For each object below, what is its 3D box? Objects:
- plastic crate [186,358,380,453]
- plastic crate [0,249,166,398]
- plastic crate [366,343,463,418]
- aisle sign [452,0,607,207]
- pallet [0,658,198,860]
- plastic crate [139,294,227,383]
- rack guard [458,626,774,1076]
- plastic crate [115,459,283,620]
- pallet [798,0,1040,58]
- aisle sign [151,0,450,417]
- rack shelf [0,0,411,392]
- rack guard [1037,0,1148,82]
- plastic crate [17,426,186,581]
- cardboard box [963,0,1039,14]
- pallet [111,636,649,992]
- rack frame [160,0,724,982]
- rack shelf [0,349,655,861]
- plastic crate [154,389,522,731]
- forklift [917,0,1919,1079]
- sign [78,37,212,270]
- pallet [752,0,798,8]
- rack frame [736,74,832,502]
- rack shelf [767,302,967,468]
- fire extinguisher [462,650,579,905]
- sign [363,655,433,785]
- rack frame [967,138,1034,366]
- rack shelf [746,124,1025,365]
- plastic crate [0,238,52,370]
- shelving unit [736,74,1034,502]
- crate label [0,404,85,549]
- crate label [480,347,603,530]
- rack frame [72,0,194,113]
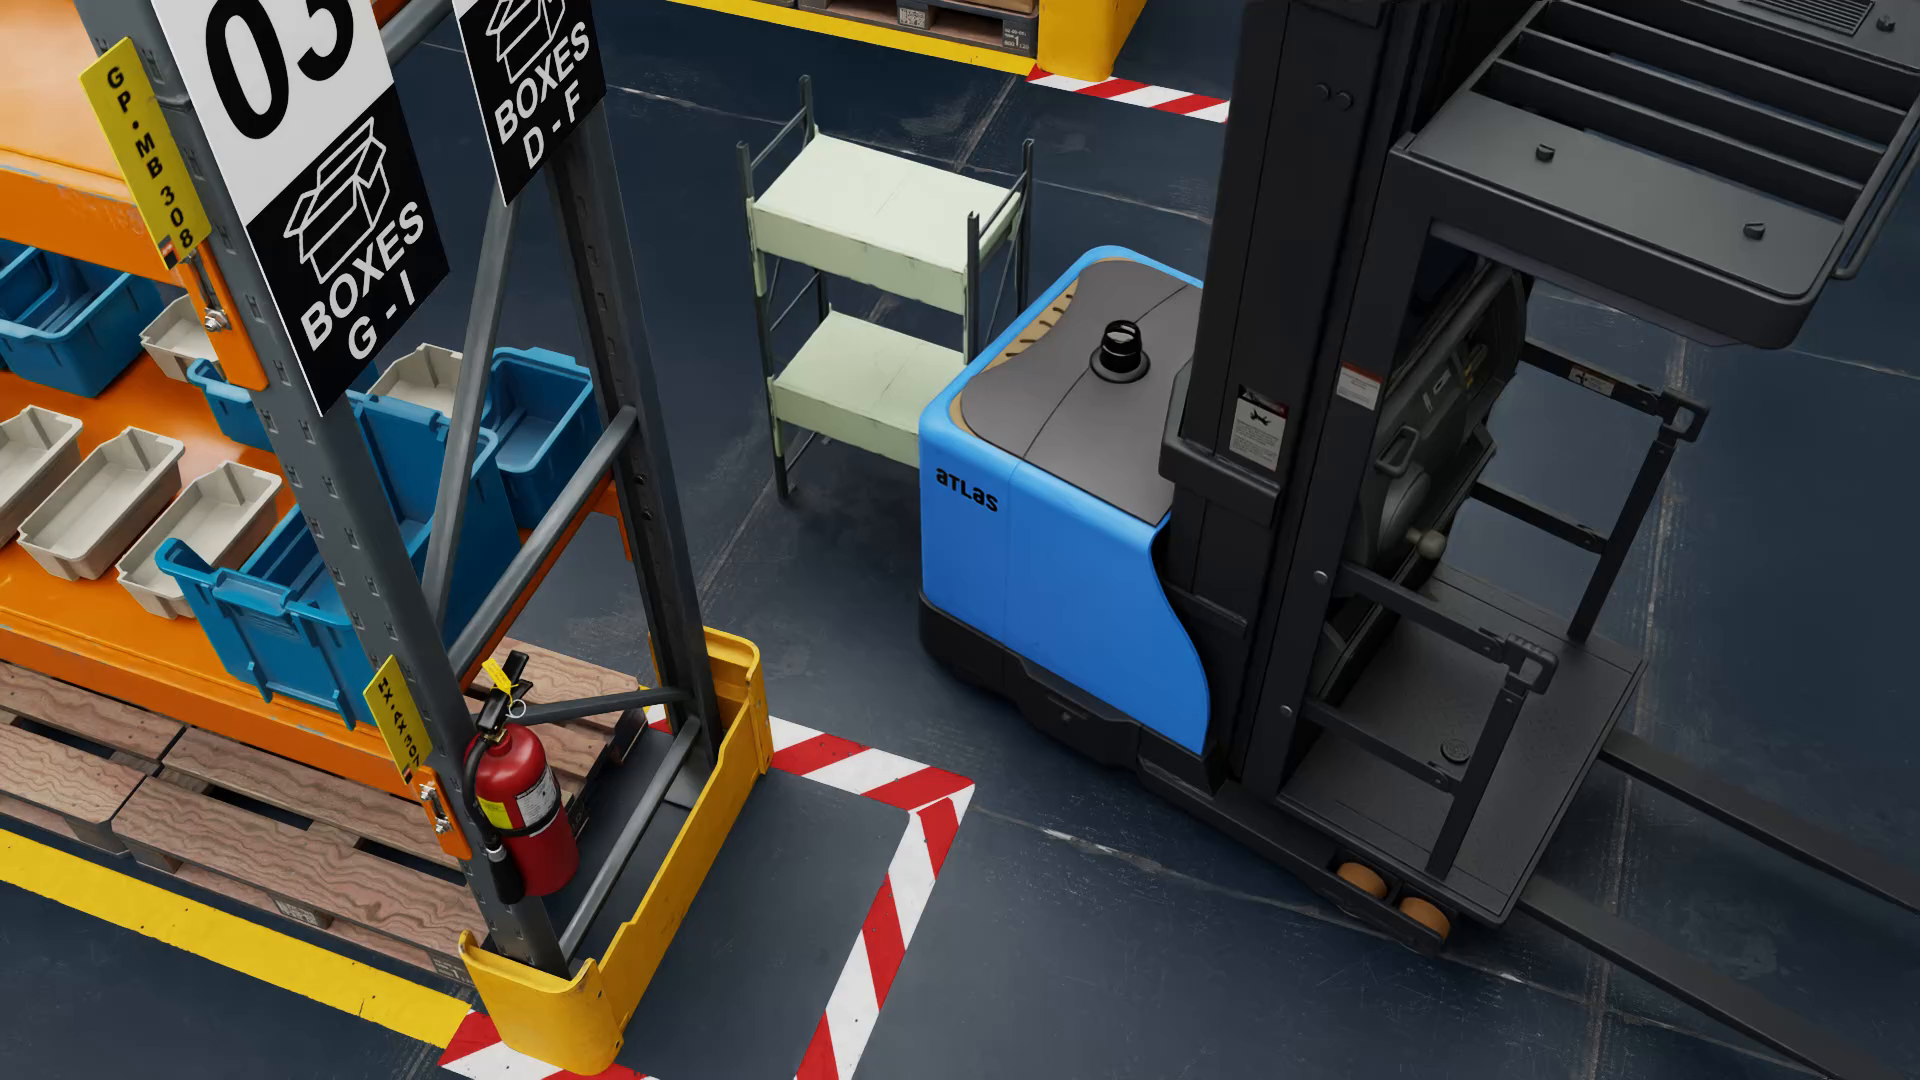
[{"bbox_3d":[-1.685,-0.411,4.192,0.300,0.233,0.416,16,51,13],"label":"plastic crate"},{"bbox_3d":[-2.303,-0.584,4.342,0.300,0.233,0.416,16,51,13],"label":"plastic crate"},{"bbox_3d":[-1.340,-0.350,4.203,0.298,0.136,0.250,16,51,13],"label":"plastic crate"},{"bbox_3d":[-0.780,-1.019,2.928,0.004,0.787,0.394,16,51,13],"label":"aisle sign"},{"bbox_3d":[-2.851,0.373,5.287,1.213,0.211,1.003,16,51,13],"label":"pallet"},{"bbox_3d":[-1.976,-0.528,4.357,0.298,0.136,0.250,16,51,13],"label":"plastic crate"},{"bbox_3d":[-0.923,0.840,4.691,0.348,0.500,1.175,16,51,13],"label":"rack guard"},{"bbox_3d":[-1.778,0.006,3.895,0.243,0.136,0.396,16,51,13],"label":"plastic crate"},{"bbox_3d":[-0.050,-2.801,8.038,1.213,0.211,1.003,16,51,13],"label":"pallet"},{"bbox_3d":[-0.984,-0.601,2.565,0.004,0.787,0.394,16,51,13],"label":"aisle sign"},{"bbox_3d":[-2.827,-1.246,3.336,4.000,0.370,1.077,16,51,13],"label":"rack shelf"},{"bbox_3d":[0.698,-2.687,7.748,0.348,0.500,1.175,16,51,13],"label":"rack guard"},{"bbox_3d":[-2.045,-0.081,3.970,0.243,0.136,0.396,16,51,13],"label":"plastic crate"},{"bbox_3d":[0.174,-2.779,7.537,0.500,0.500,0.500,16,51,13],"label":"cardboard box"},{"bbox_3d":[-1.711,0.694,5.009,1.213,0.211,1.003,16,51,13],"label":"pallet"},{"bbox_3d":[-0.950,0.024,3.744,0.127,3.000,1.000,16,51,13],"label":"rack frame"},{"bbox_3d":[-2.827,-0.264,4.470,4.000,0.370,1.077,16,51,13],"label":"rack shelf"},{"bbox_3d":[-1.329,0.038,3.669,0.499,0.435,0.616,16,51,13],"label":"plastic crate"},{"bbox_3d":[1.361,-0.248,4.025,3.031,2.935,1.130,28,55,22],"label":"forklift"},{"bbox_3d":[-1.126,-0.530,2.309,0.005,0.325,0.100,16,51,13],"label":"sign"},{"bbox_3d":[-1.190,-3.121,8.316,1.213,0.211,1.003,16,51,13],"label":"pallet"},{"bbox_3d":[-0.543,-0.762,5.418,0.023,1.500,0.400,20,52,17],"label":"rack frame"},{"bbox_3d":[-0.213,-0.428,5.560,0.720,0.370,0.431,20,52,17],"label":"rack shelf"},{"bbox_3d":[-0.966,0.533,3.601,0.183,0.674,0.296,16,51,13],"label":"fire extinguisher"},{"bbox_3d":[-1.126,0.365,3.341,0.005,0.325,0.100,16,51,13],"label":"sign"},{"bbox_3d":[0.116,-0.521,5.209,0.023,1.500,0.400,20,52,17],"label":"rack frame"},{"bbox_3d":[-0.213,-0.897,5.019,0.720,0.370,0.431,20,52,17],"label":"rack shelf"},{"bbox_3d":[-2.585,-0.662,4.410,0.300,0.233,0.416,16,51,13],"label":"plastic crate"},{"bbox_3d":[-0.213,-0.642,5.314,0.755,1.500,0.431,20,52,17],"label":"shelving unit"},{"bbox_3d":[-2.315,-0.136,4.018,0.243,0.136,0.396,16,51,13],"label":"crate label"},{"bbox_3d":[-1.068,-0.239,4.043,0.303,0.233,0.416,16,51,13],"label":"crate label"},{"bbox_3d":[-0.950,-1.941,1.477,0.127,3.000,1.000,16,51,13],"label":"rack frame"}]
